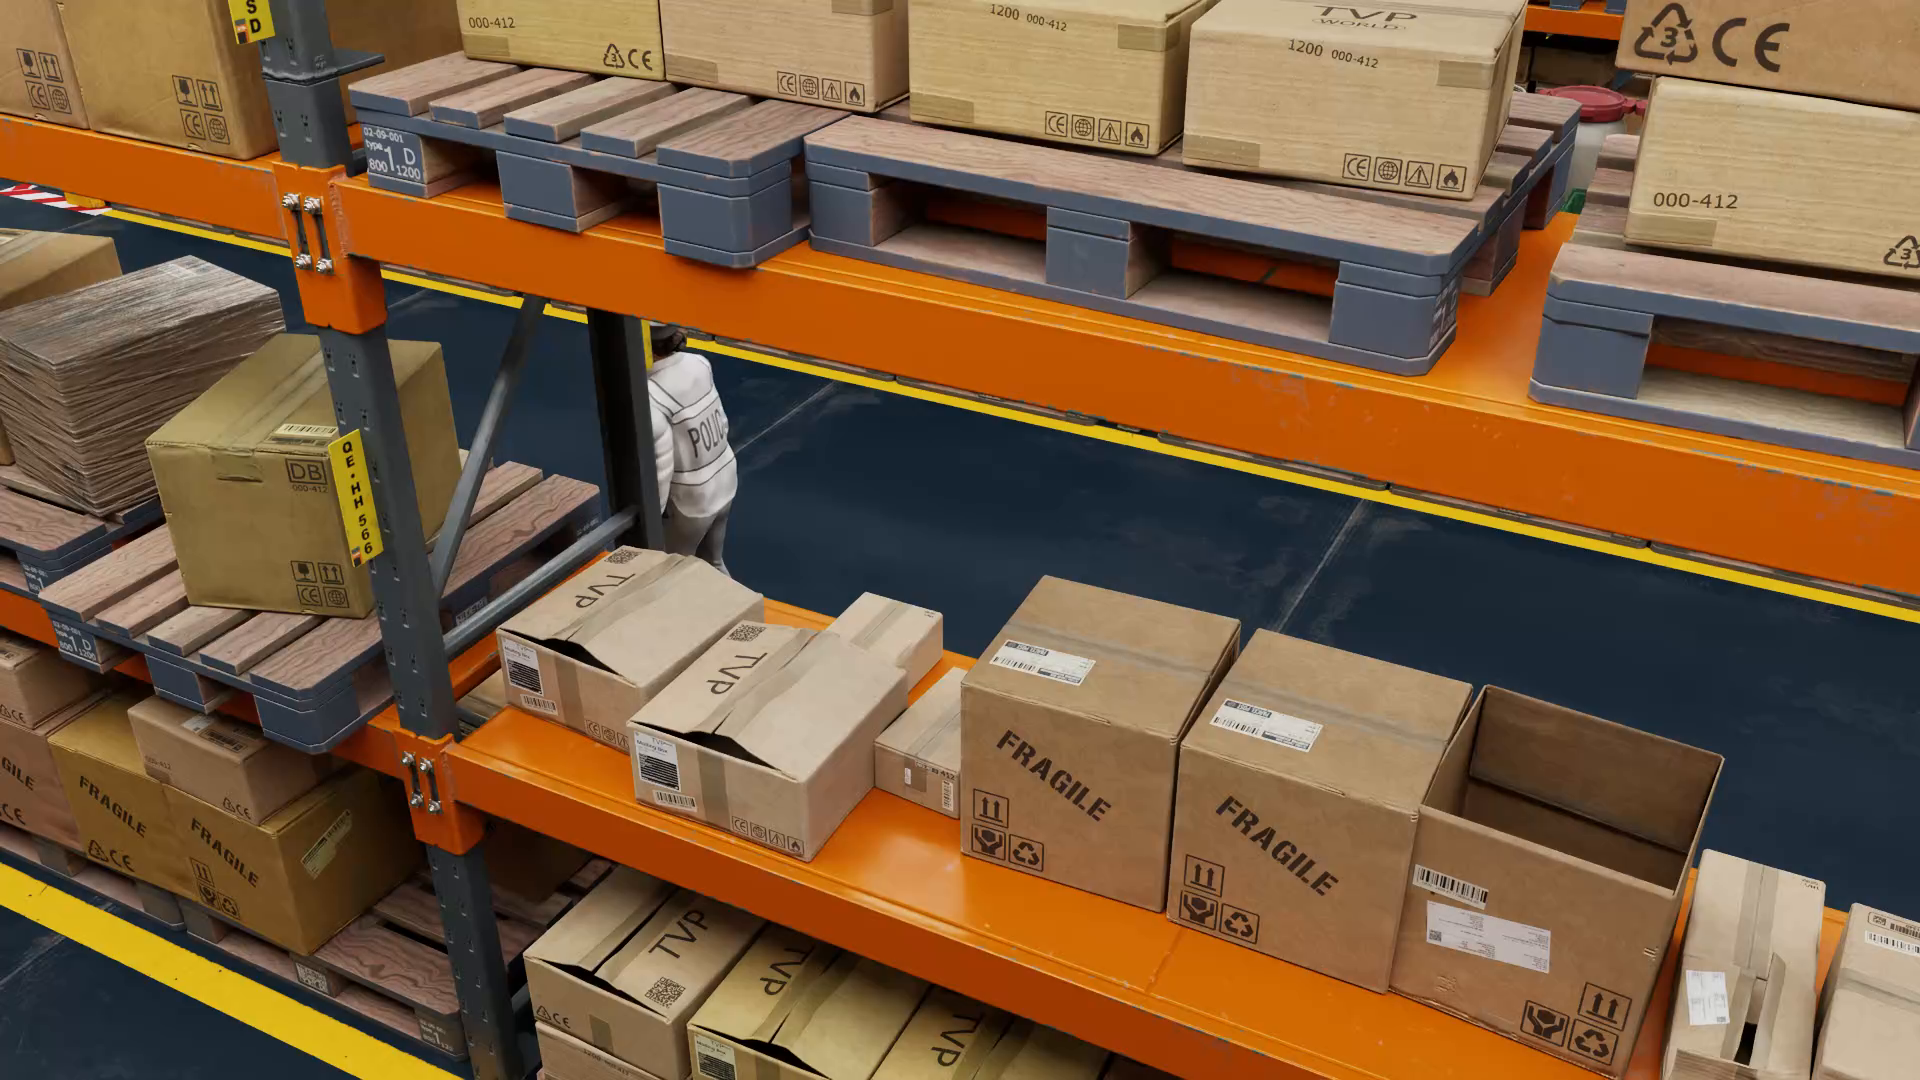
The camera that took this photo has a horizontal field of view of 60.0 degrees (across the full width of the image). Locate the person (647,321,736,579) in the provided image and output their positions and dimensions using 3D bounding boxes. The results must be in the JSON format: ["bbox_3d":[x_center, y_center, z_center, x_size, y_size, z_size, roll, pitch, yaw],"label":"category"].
[{"bbox_3d":[-1.080,-0.149,6.379,0.410,1.666,0.547,13,33,20],"label":"person"}]
